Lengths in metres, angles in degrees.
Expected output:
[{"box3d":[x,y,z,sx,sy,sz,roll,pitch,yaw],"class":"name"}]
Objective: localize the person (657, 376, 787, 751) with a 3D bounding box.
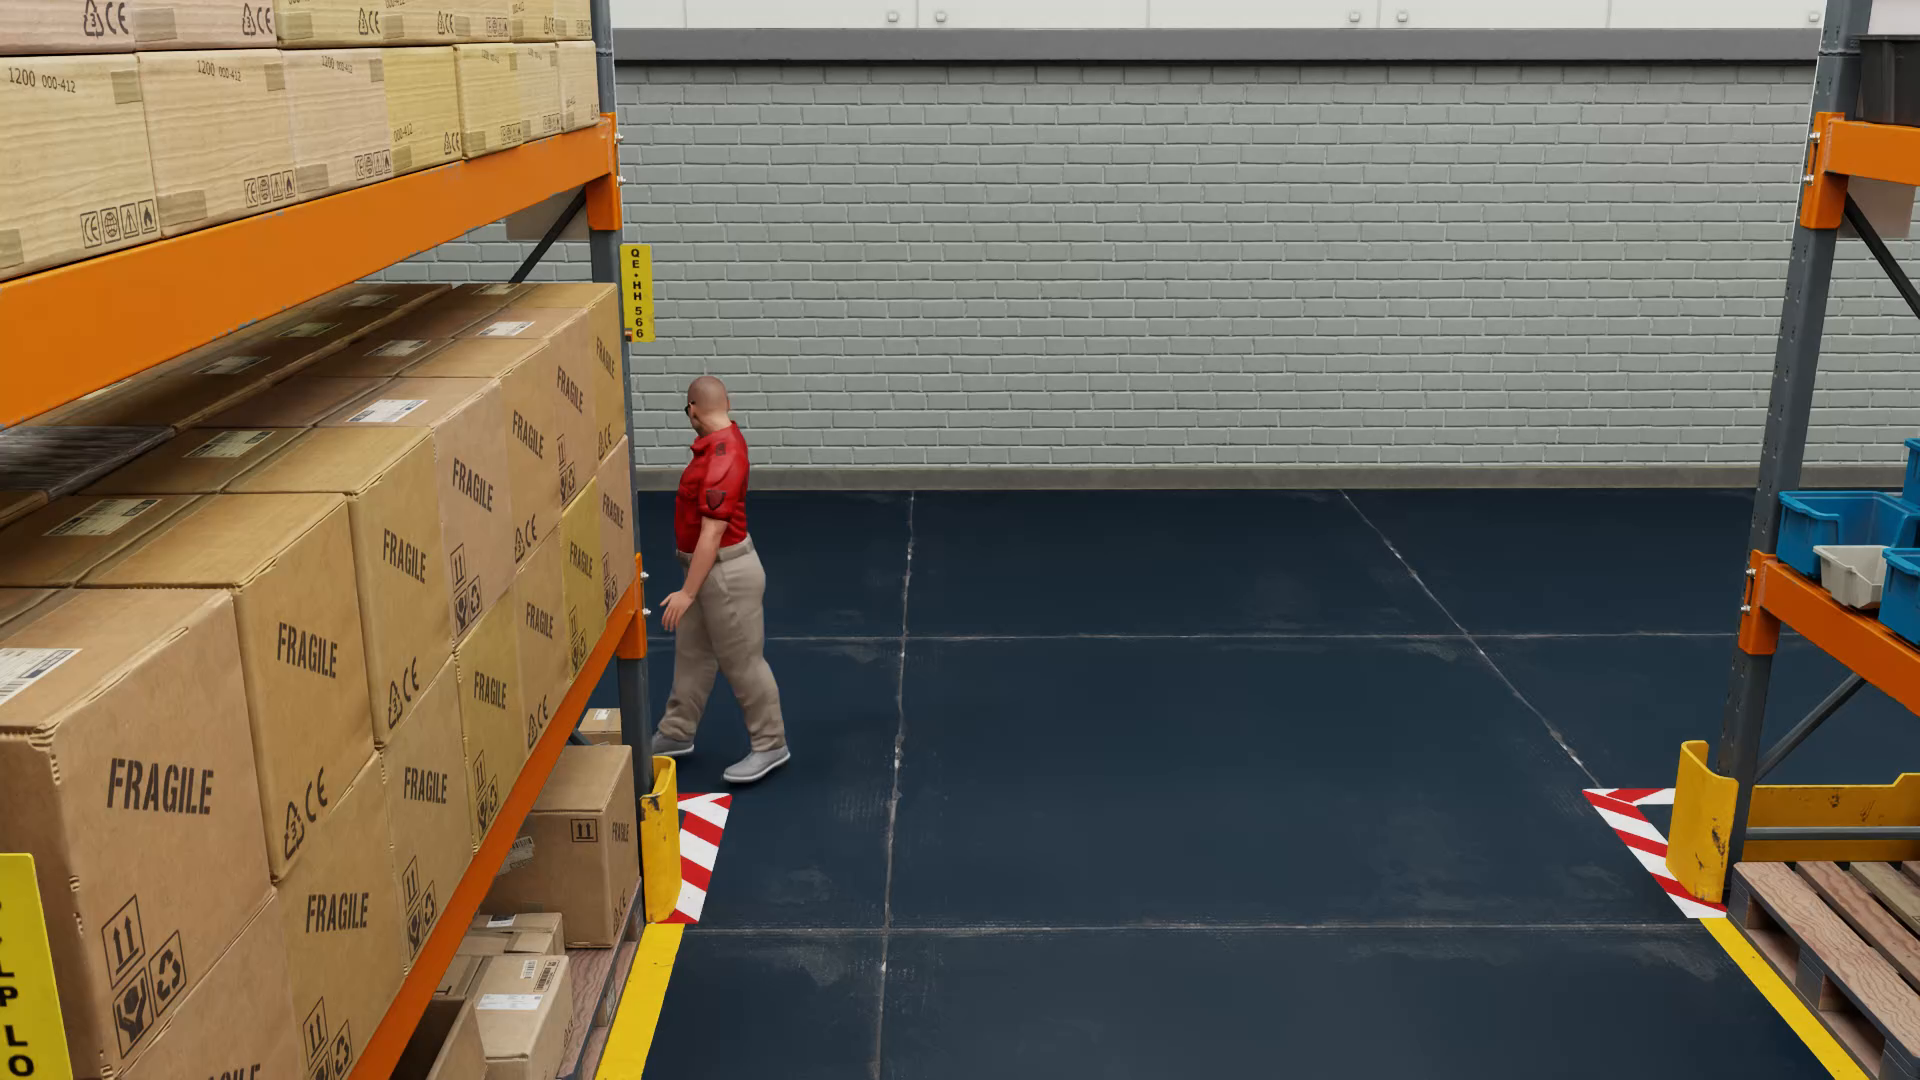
[{"box3d":[-1.019,0.136,6.942,0.533,1.646,0.594,-4,18,-14],"class":"person"}]
